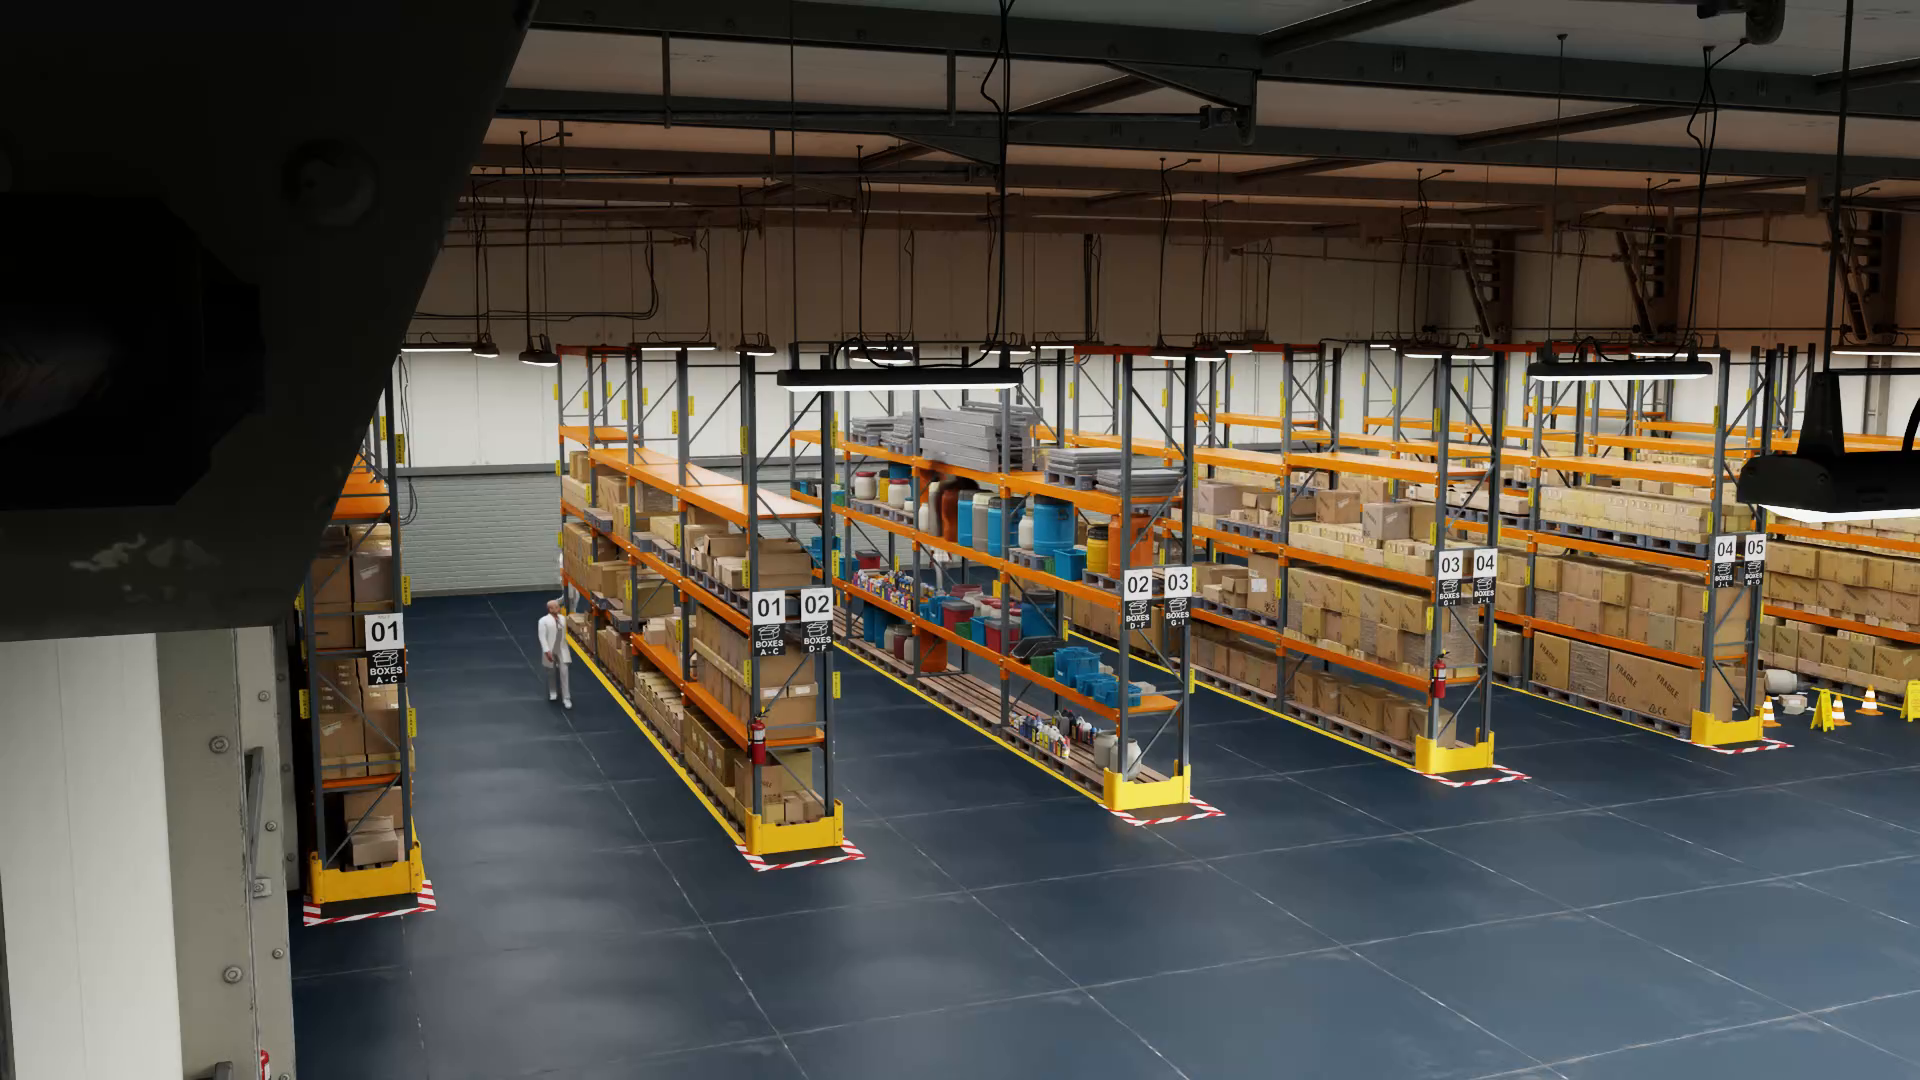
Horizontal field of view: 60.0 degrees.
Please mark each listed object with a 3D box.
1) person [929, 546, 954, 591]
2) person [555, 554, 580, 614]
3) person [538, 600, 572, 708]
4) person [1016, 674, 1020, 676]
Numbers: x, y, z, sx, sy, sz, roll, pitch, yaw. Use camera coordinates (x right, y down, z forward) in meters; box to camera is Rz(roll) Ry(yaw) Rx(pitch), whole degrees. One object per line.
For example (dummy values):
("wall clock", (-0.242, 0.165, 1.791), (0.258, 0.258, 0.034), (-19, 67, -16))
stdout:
("person", (-0.442, 0.499, 39.419), (0.491, 1.633, 0.962), (-3, 8, -21))
("person", (-8.642, 0.872, 36.538), (0.621, 1.630, 0.494), (2, 7, 13))
("person", (-6.829, 1.892, 28.054), (0.537, 1.745, 1.019), (-2, 8, -19))
("person", (1.261, 1.745, 29.580), (0.598, 1.599, 0.893), (-3, 8, -23))
